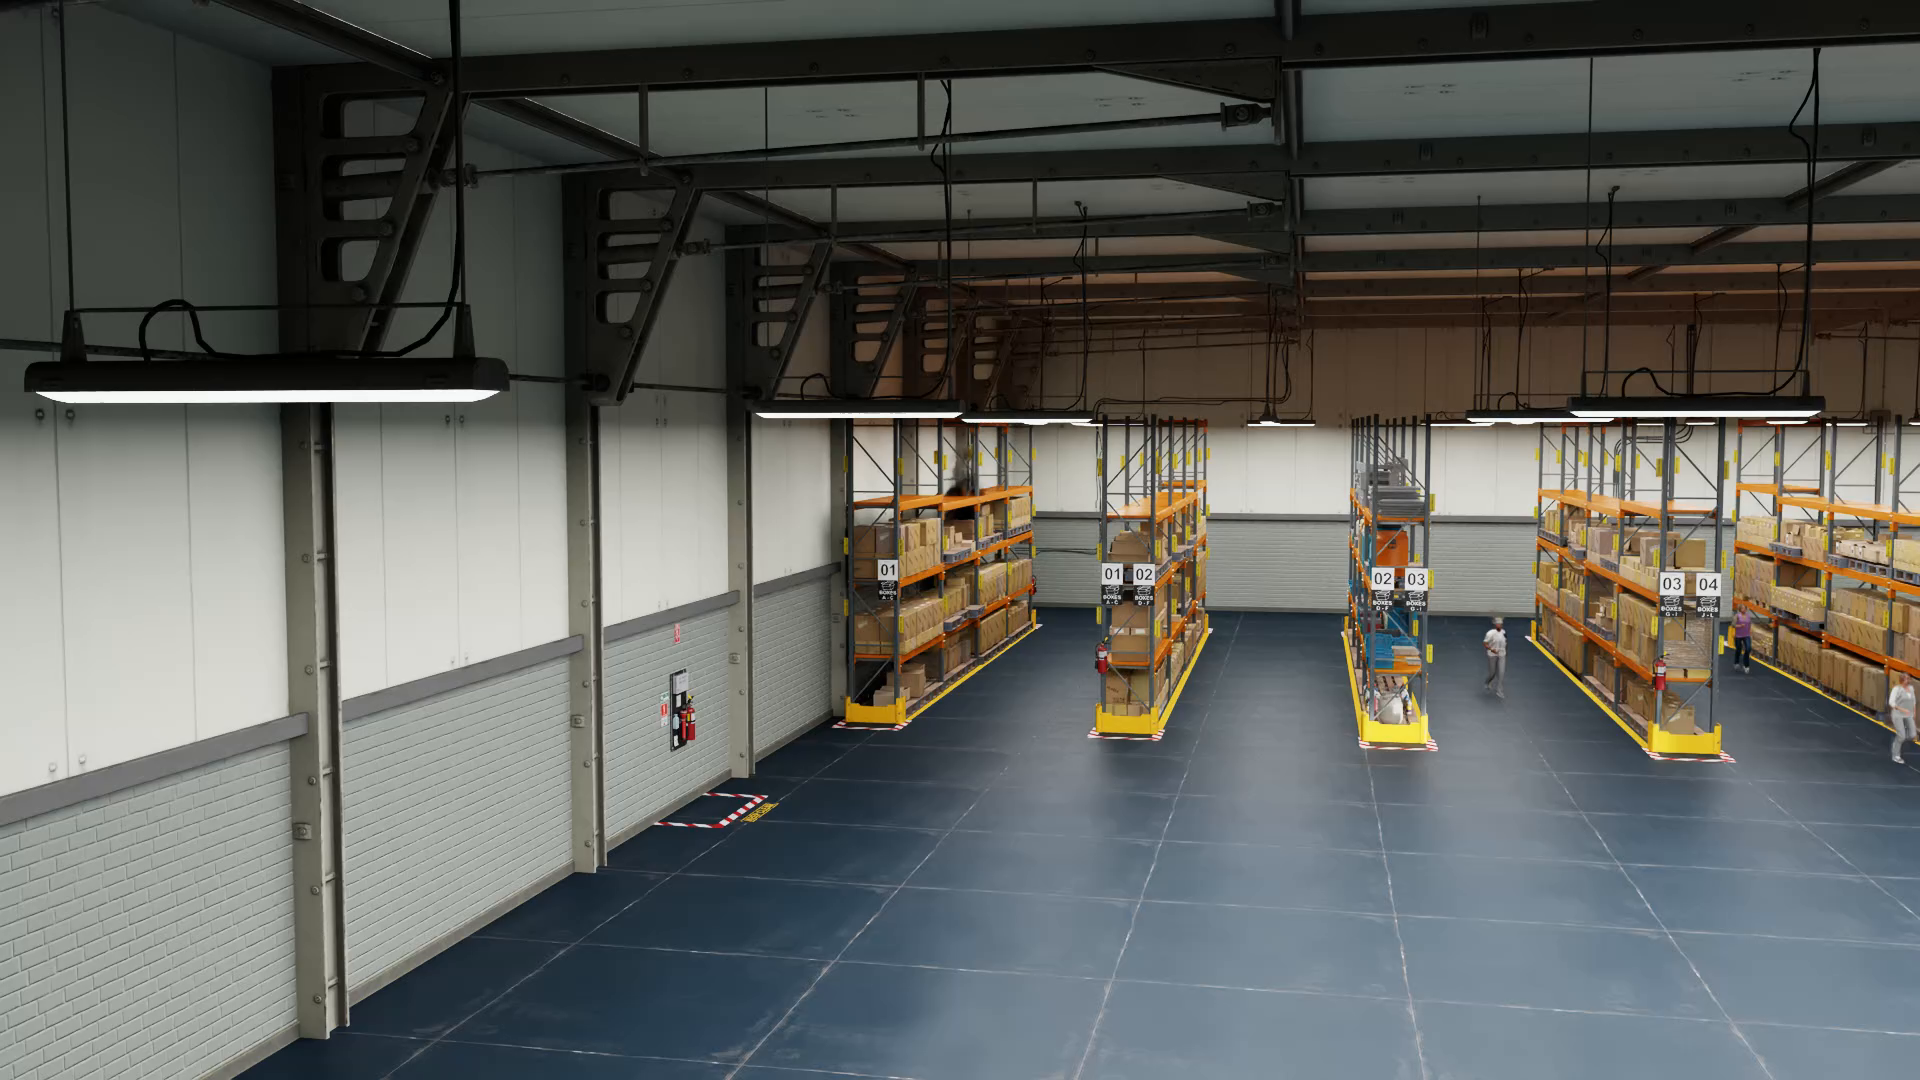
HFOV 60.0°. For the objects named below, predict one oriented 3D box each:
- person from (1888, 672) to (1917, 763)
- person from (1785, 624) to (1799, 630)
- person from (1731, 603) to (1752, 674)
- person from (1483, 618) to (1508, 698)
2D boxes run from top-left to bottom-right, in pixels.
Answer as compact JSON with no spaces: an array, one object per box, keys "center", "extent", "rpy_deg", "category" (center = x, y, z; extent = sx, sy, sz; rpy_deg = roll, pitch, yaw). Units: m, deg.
[{"center":[16.229,3.050,28.580],"extent":[0.575,1.565,0.569],"rpy_deg":[-1,4,-9],"category":"person"},{"center":[22.349,1.891,45.028],"extent":[0.922,1.725,0.640],"rpy_deg":[1,4,17],"category":"person"},{"center":[18.421,2.311,39.168],"extent":[0.522,1.639,0.698],"rpy_deg":[1,4,9],"category":"person"},{"center":[11.553,2.503,35.833],"extent":[0.584,1.699,0.822],"rpy_deg":[0,4,-2],"category":"person"}]
